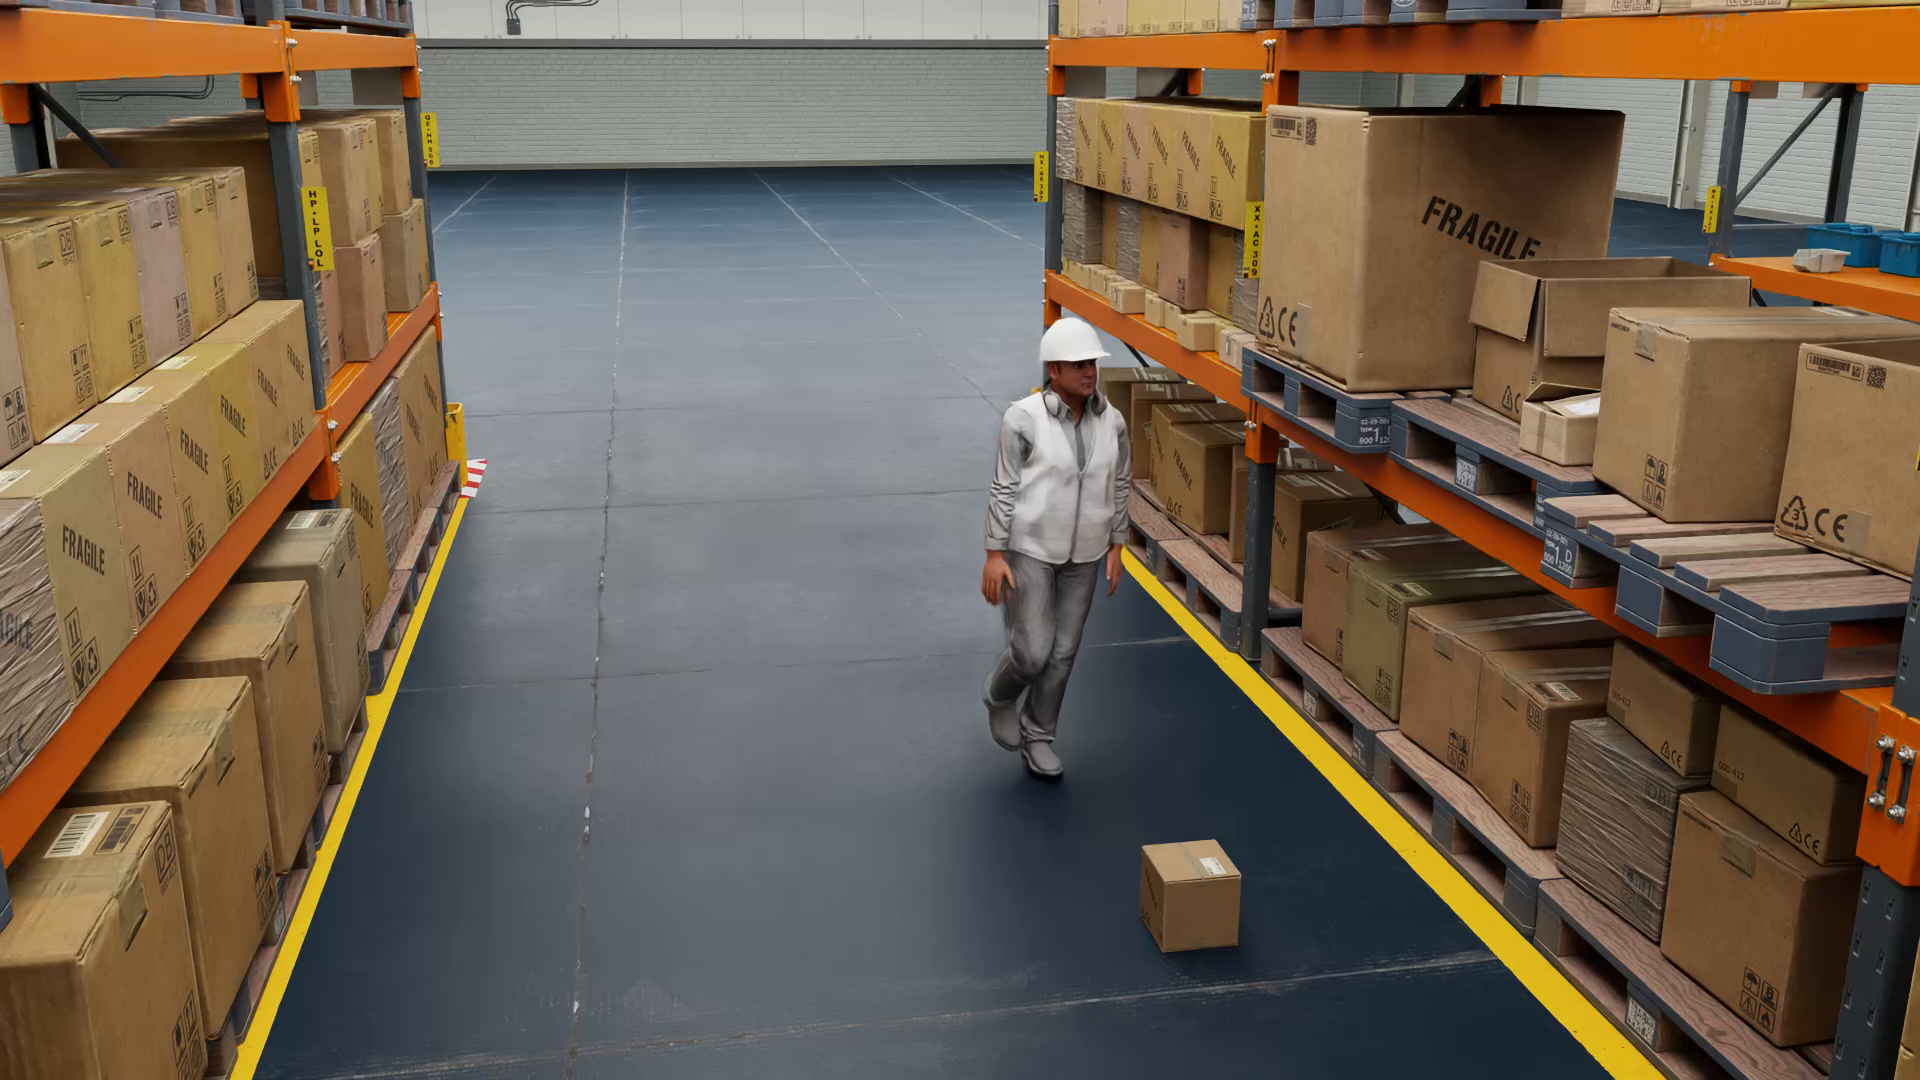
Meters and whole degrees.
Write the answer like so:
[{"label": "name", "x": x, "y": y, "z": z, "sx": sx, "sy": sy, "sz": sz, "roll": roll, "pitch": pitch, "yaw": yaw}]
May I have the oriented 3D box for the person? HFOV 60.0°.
[{"label": "person", "x": 4.625, "y": -1.813, "z": 5.464, "sx": 8.125, "sy": 5.792, "sz": 11.319, "roll": -6, "pitch": 17, "yaw": -21}]
